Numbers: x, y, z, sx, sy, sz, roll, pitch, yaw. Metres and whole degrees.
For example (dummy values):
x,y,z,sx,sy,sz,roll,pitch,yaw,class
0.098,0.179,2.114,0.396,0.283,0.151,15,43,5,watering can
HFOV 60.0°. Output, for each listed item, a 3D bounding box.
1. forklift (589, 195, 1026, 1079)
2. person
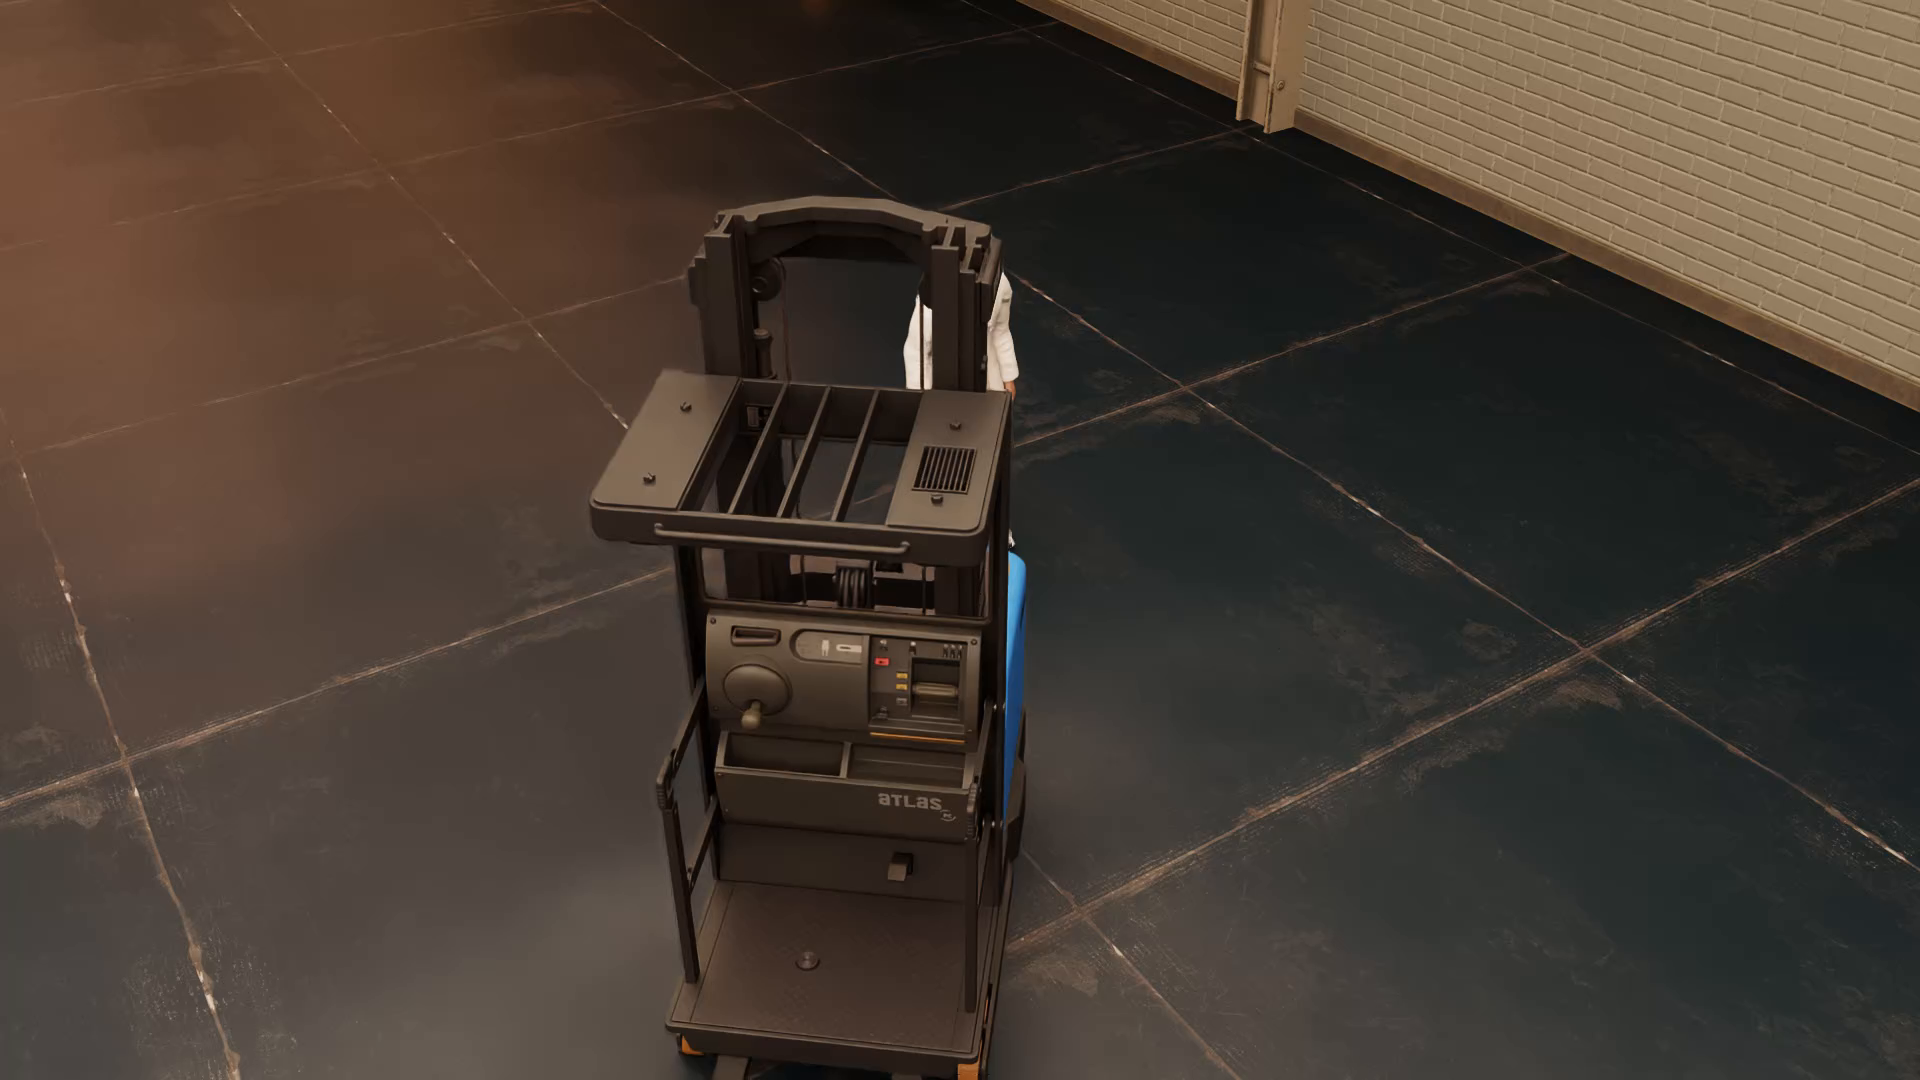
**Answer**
x,y,z,sx,sy,sz,roll,pitch,yaw,class
-0.419,0.526,5.399,1.130,2.935,3.031,4,35,6,forklift
0.025,-0.713,8.170,0.644,1.773,0.431,-22,41,-28,person
